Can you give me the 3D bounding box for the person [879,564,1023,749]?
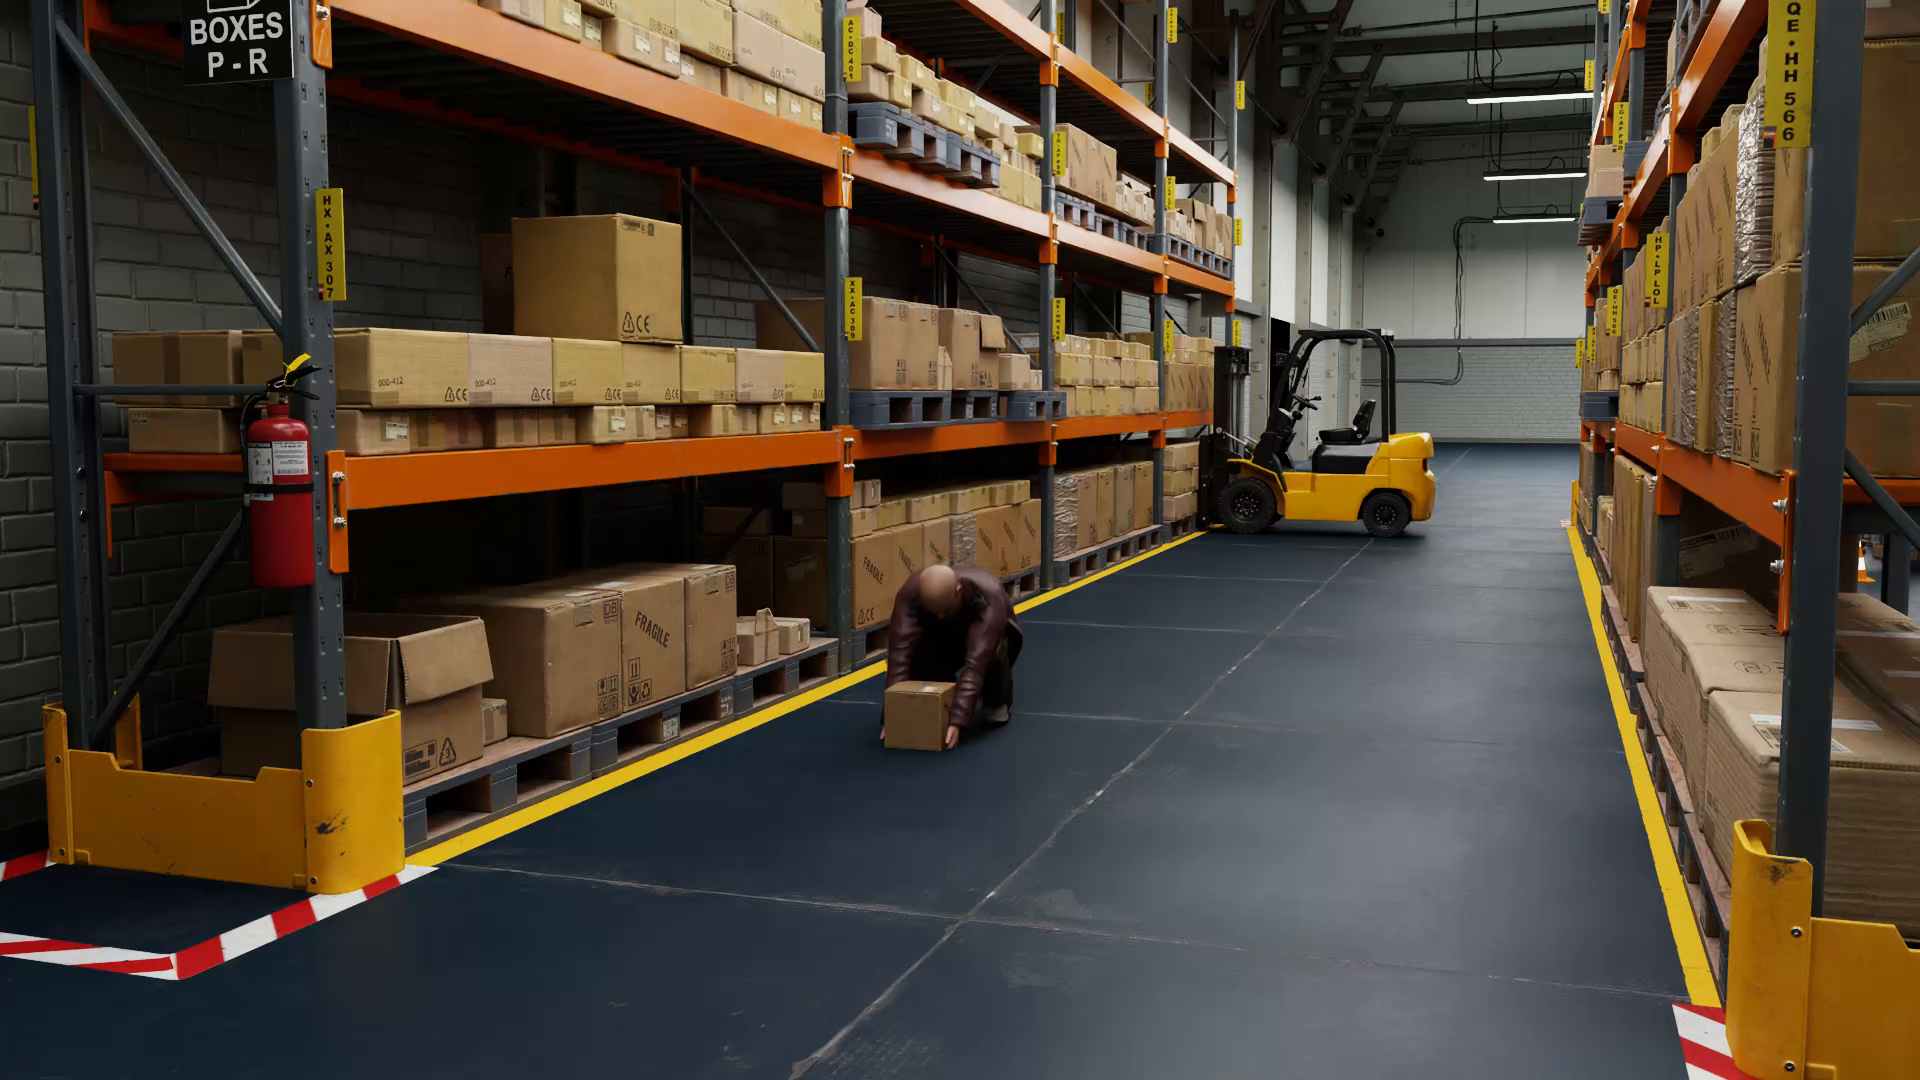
[{"bbox_3d":[-0.033,0.512,7.457,0.582,0.822,1.011,2,5,19],"label":"person"}]
